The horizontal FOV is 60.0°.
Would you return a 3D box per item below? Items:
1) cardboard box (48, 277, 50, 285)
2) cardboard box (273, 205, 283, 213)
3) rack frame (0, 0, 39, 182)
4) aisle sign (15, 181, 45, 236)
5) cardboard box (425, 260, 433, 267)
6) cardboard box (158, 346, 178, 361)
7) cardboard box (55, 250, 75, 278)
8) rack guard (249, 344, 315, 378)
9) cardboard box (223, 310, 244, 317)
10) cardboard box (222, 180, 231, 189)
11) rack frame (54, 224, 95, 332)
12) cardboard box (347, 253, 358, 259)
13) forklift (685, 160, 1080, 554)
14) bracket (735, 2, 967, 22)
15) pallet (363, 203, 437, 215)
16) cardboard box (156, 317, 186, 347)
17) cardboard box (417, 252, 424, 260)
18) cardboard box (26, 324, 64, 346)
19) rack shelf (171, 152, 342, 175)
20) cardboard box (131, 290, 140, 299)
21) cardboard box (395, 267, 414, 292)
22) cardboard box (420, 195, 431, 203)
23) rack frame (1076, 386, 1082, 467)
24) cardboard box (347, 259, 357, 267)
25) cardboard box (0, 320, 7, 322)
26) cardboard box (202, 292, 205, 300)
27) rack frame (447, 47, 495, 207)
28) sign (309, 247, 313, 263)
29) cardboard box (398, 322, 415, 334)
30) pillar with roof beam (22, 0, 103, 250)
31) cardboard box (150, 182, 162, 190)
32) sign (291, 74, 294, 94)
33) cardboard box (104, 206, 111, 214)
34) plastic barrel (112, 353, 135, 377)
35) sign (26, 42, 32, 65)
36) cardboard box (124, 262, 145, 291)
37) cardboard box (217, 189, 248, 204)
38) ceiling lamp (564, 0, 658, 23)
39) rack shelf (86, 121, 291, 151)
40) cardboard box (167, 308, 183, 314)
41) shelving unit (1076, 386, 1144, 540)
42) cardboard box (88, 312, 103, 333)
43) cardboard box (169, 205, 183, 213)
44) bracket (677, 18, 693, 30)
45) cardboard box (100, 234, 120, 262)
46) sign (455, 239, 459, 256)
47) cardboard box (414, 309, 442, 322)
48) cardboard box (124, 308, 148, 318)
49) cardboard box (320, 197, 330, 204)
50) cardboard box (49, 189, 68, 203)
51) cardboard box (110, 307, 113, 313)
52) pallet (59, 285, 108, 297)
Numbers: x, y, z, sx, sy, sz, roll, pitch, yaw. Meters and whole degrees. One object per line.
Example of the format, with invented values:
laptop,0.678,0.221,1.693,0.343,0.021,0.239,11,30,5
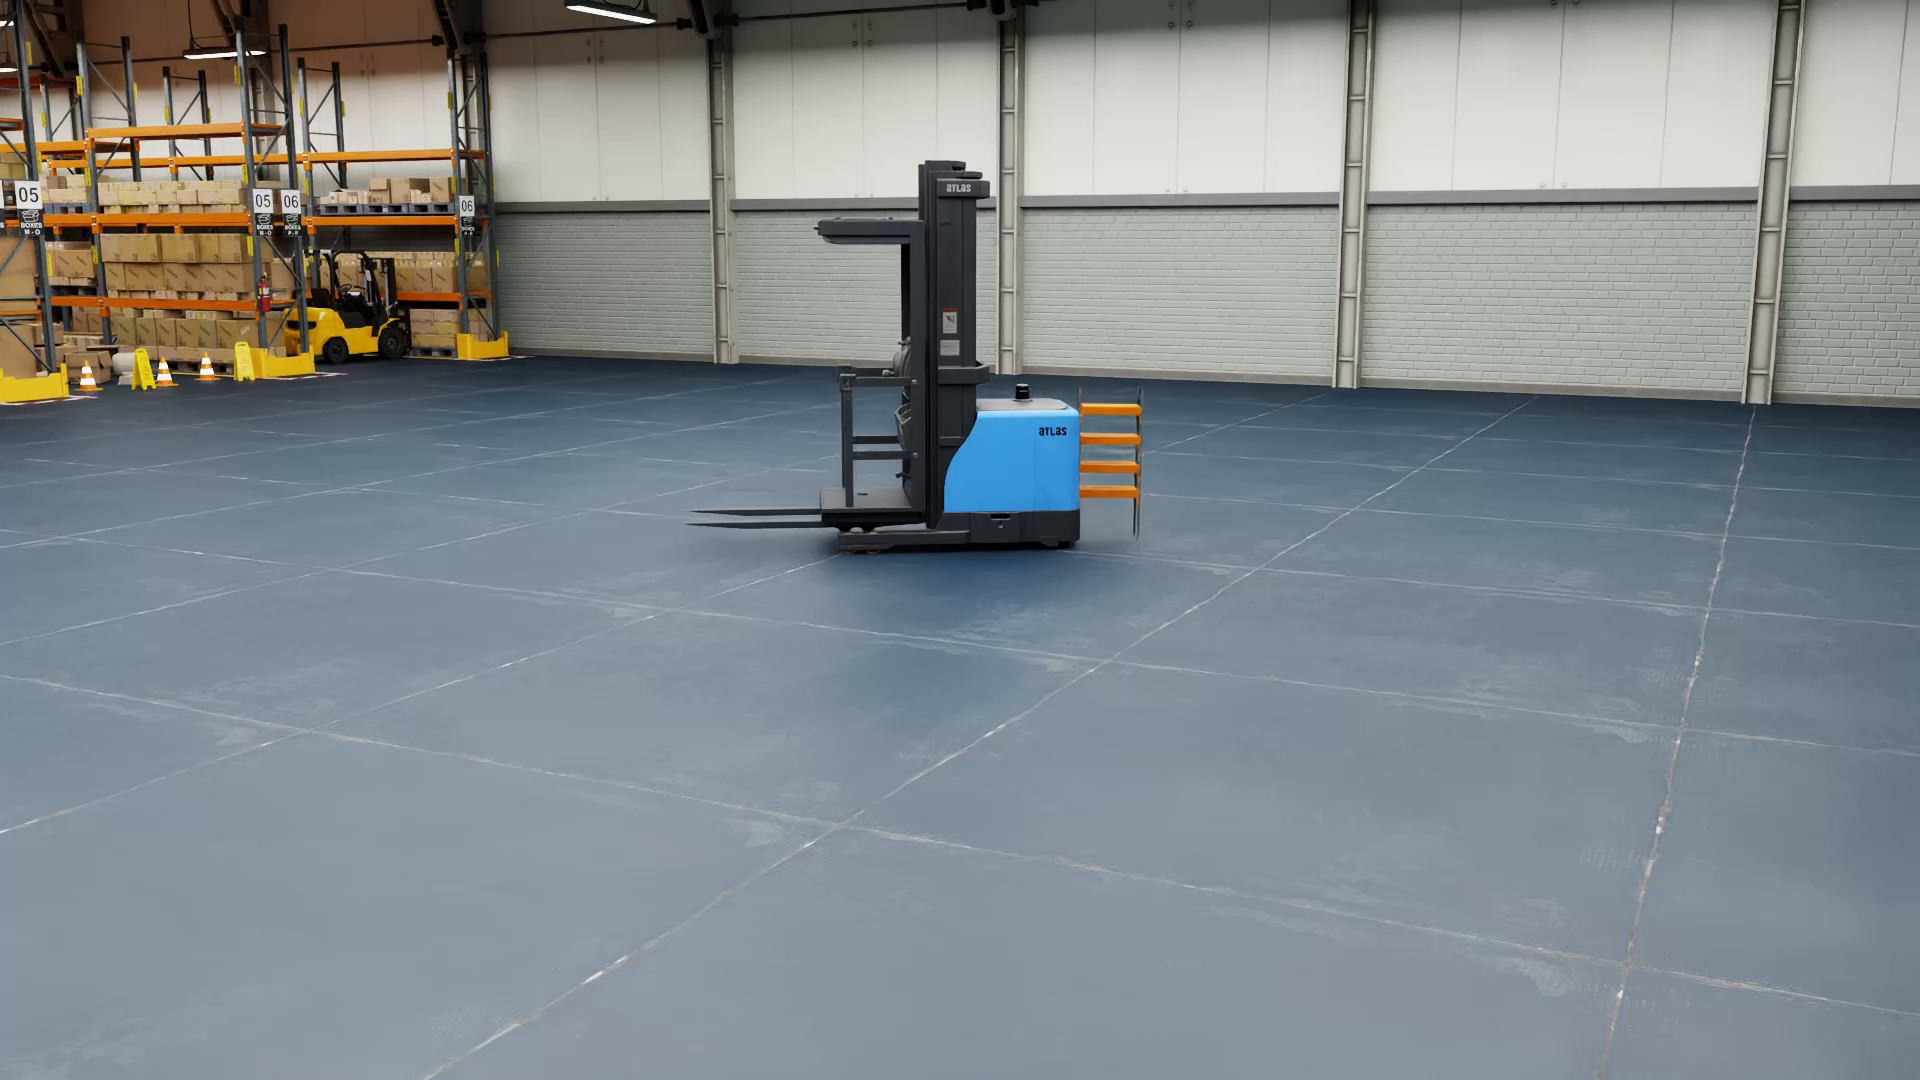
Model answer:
cardboard box,-16.934,-4.857,31.169,0.250,0.149,0.380,5,11,26
cardboard box,-12.008,-5.810,29.191,0.250,0.149,0.380,5,11,26
rack frame,-13.954,-6.533,24.059,0.127,3.000,1.000,5,11,26
aisle sign,-13.758,-4.902,24.595,0.004,0.787,0.394,5,11,26
cardboard box,-10.545,-5.569,33.476,0.250,0.149,0.380,5,12,27
cardboard box,-14.072,-3.377,30.008,0.500,0.250,0.500,5,11,25
cardboard box,-16.403,-5.135,30.887,0.500,0.500,0.500,5,11,26
rack guard,-11.923,-3.155,29.261,0.348,0.500,1.175,5,11,26
cardboard box,-15.693,-4.739,36.483,0.625,0.625,0.875,5,12,28
cardboard box,-12.503,-6.130,28.722,0.250,0.149,0.380,5,12,27
rack frame,-20.423,-6.118,38.612,0.127,3.000,1.000,5,11,26
cardboard box,-12.402,-5.868,34.295,0.250,0.149,0.380,5,12,27
forklift,-0.621,-1.431,12.909,3.031,2.935,1.130,-1,10,-6
bracket,-1.966,-9.328,29.395,4.783,0.066,0.076,5,11,26
pallet,-11.382,-6.761,33.988,1.213,0.211,1.003,5,11,26
cardboard box,-14.083,-3.746,29.942,0.500,0.500,0.500,6,12,29
cardboard box,-10.748,-5.744,33.608,0.250,0.149,0.380,5,11,26
cardboard box,-16.203,-3.551,29.318,0.500,0.500,0.500,5,11,26
rack shelf,-15.042,-8.046,35.565,4.000,0.370,1.077,5,11,26
cardboard box,-14.800,-4.467,30.196,0.250,0.149,0.380,5,11,26
cardboard box,-11.140,-5.301,33.817,0.500,0.500,0.500,5,11,25
cardboard box,-10.539,-6.797,33.189,0.250,0.149,0.380,5,11,24
rack frame,0.935,-0.619,13.237,0.015,1.200,0.240,0,10,-2
cardboard box,-12.412,-5.721,34.318,0.250,0.149,0.380,5,12,27
cardboard box,-19.612,-4.239,33.014,0.875,0.875,0.875,5,11,25
cardboard box,-13.193,-4.335,29.465,0.250,0.149,0.380,5,11,27
rack frame,-9.662,-8.124,32.853,0.127,3.000,1.000,5,11,26
sign,-13.480,-5.931,34.549,0.005,0.325,0.100,5,11,26
cardboard box,-11.154,-4.339,33.920,0.500,0.250,0.500,5,11,25
pillar with roof beam,-22.554,-8.581,35.377,0.548,9.000,9.100,5,11,26
cardboard box,-14.112,-6.269,29.487,0.250,0.149,0.380,5,11,25
sign,-11.615,-7.917,28.859,0.005,0.325,0.100,5,11,26
cardboard box,-15.269,-5.983,30.146,0.250,0.149,0.380,5,11,25
plastic barrel,-14.377,-3.033,28.798,0.512,0.421,0.421,-4,11,-23
sign,-13.703,-7.159,24.449,0.005,0.325,0.100,5,11,26
cardboard box,-14.710,-4.775,30.076,0.500,0.500,0.500,5,11,26
cardboard box,-12.433,-5.925,28.710,0.500,0.250,0.500,5,11,25
ceiling lamp,-5.285,-9.848,25.985,0.800,3.185,2.000,5,11,26
rack shelf,-13.648,-7.133,29.406,4.000,0.370,1.077,5,11,26
cardboard box,-17.391,-5.097,36.989,0.250,0.149,0.380,4,11,23
shelving unit,1.179,-0.617,13.247,0.503,1.200,0.258,0,10,-2
cardboard box,-19.607,-4.980,38.165,0.500,0.500,0.500,5,11,25
cardboard box,-13.696,-5.829,29.298,0.250,0.149,0.380,5,11,25
bracket,-5.036,-9.598,30.886,0.430,0.232,0.235,5,11,26
cardboard box,-15.143,-5.313,30.239,0.500,0.500,0.700,5,11,25
sign,-9.914,-5.773,32.790,0.005,0.325,0.100,5,11,26
cardboard box,-10.673,-4.544,33.648,0.500,0.250,0.500,5,12,27
cardboard box,-14.947,-4.127,30.227,0.250,0.149,0.380,5,11,27
cardboard box,-12.981,-7.012,34.374,0.250,0.149,0.380,5,12,27
cardboard box,-16.481,-6.367,30.807,0.500,0.250,0.500,5,11,27
cardboard box,-19.242,-5.270,37.945,0.250,0.149,0.380,5,11,26
pallet,-16.063,-4.684,31.225,1.213,0.211,1.003,5,11,26
